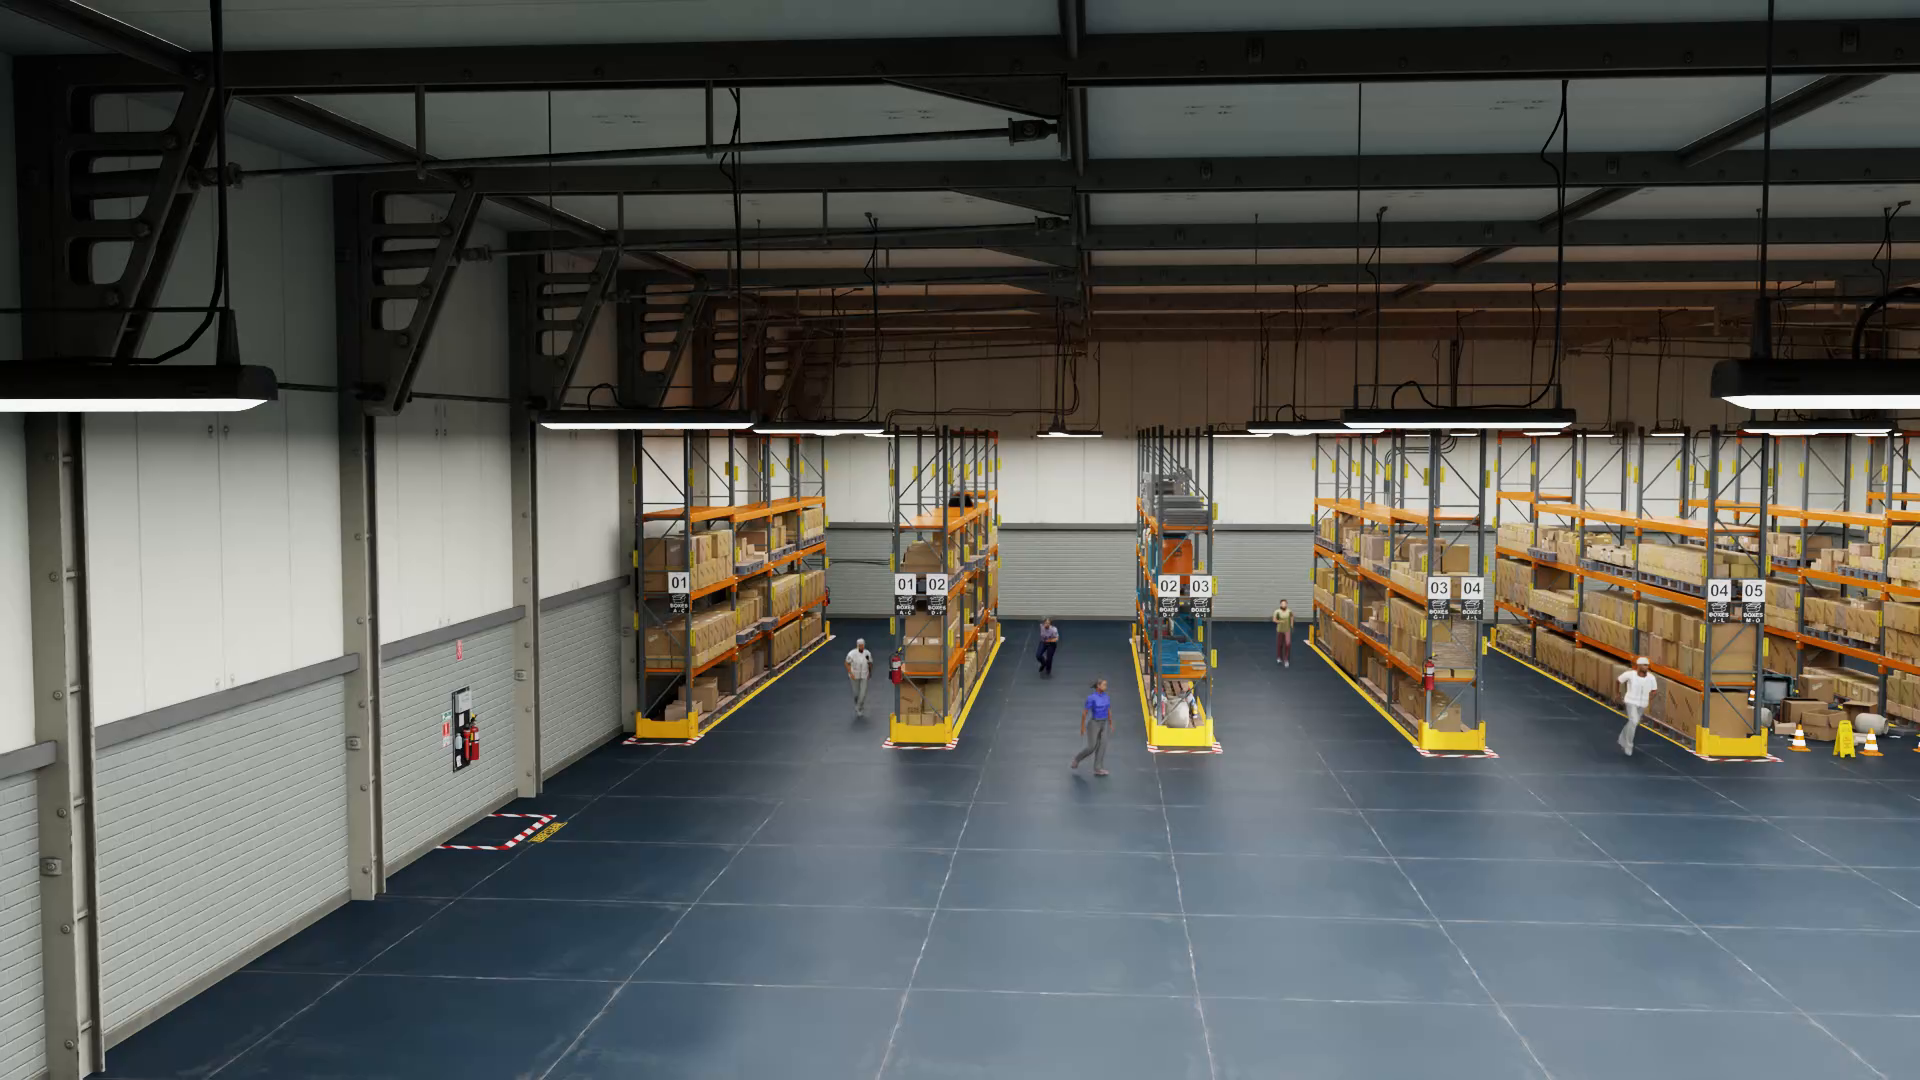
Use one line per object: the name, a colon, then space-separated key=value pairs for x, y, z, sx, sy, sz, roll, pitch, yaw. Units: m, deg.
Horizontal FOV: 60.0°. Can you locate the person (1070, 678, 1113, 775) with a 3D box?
person: x=2.265 y=3.183 z=28.490 sx=0.654 sy=1.643 sz=0.582 roll=-3 pitch=5 yaw=-41

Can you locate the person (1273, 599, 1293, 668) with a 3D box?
person: x=8.200 y=2.350 z=42.182 sx=0.562 sy=1.722 sz=0.821 roll=0 pitch=3 yaw=2

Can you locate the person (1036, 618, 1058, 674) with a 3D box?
person: x=2.121 y=2.583 z=40.428 sx=0.628 sy=1.416 sz=0.928 roll=1 pitch=4 yaw=19

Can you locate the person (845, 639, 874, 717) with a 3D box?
person: x=-2.097 y=2.849 z=34.631 sx=0.599 sy=1.615 sz=0.611 roll=-1 pitch=3 yaw=-9

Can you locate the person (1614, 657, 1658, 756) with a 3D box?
person: x=12.343 y=3.004 z=30.377 sx=0.730 sy=1.733 sz=0.857 roll=0 pitch=3 yaw=-6
